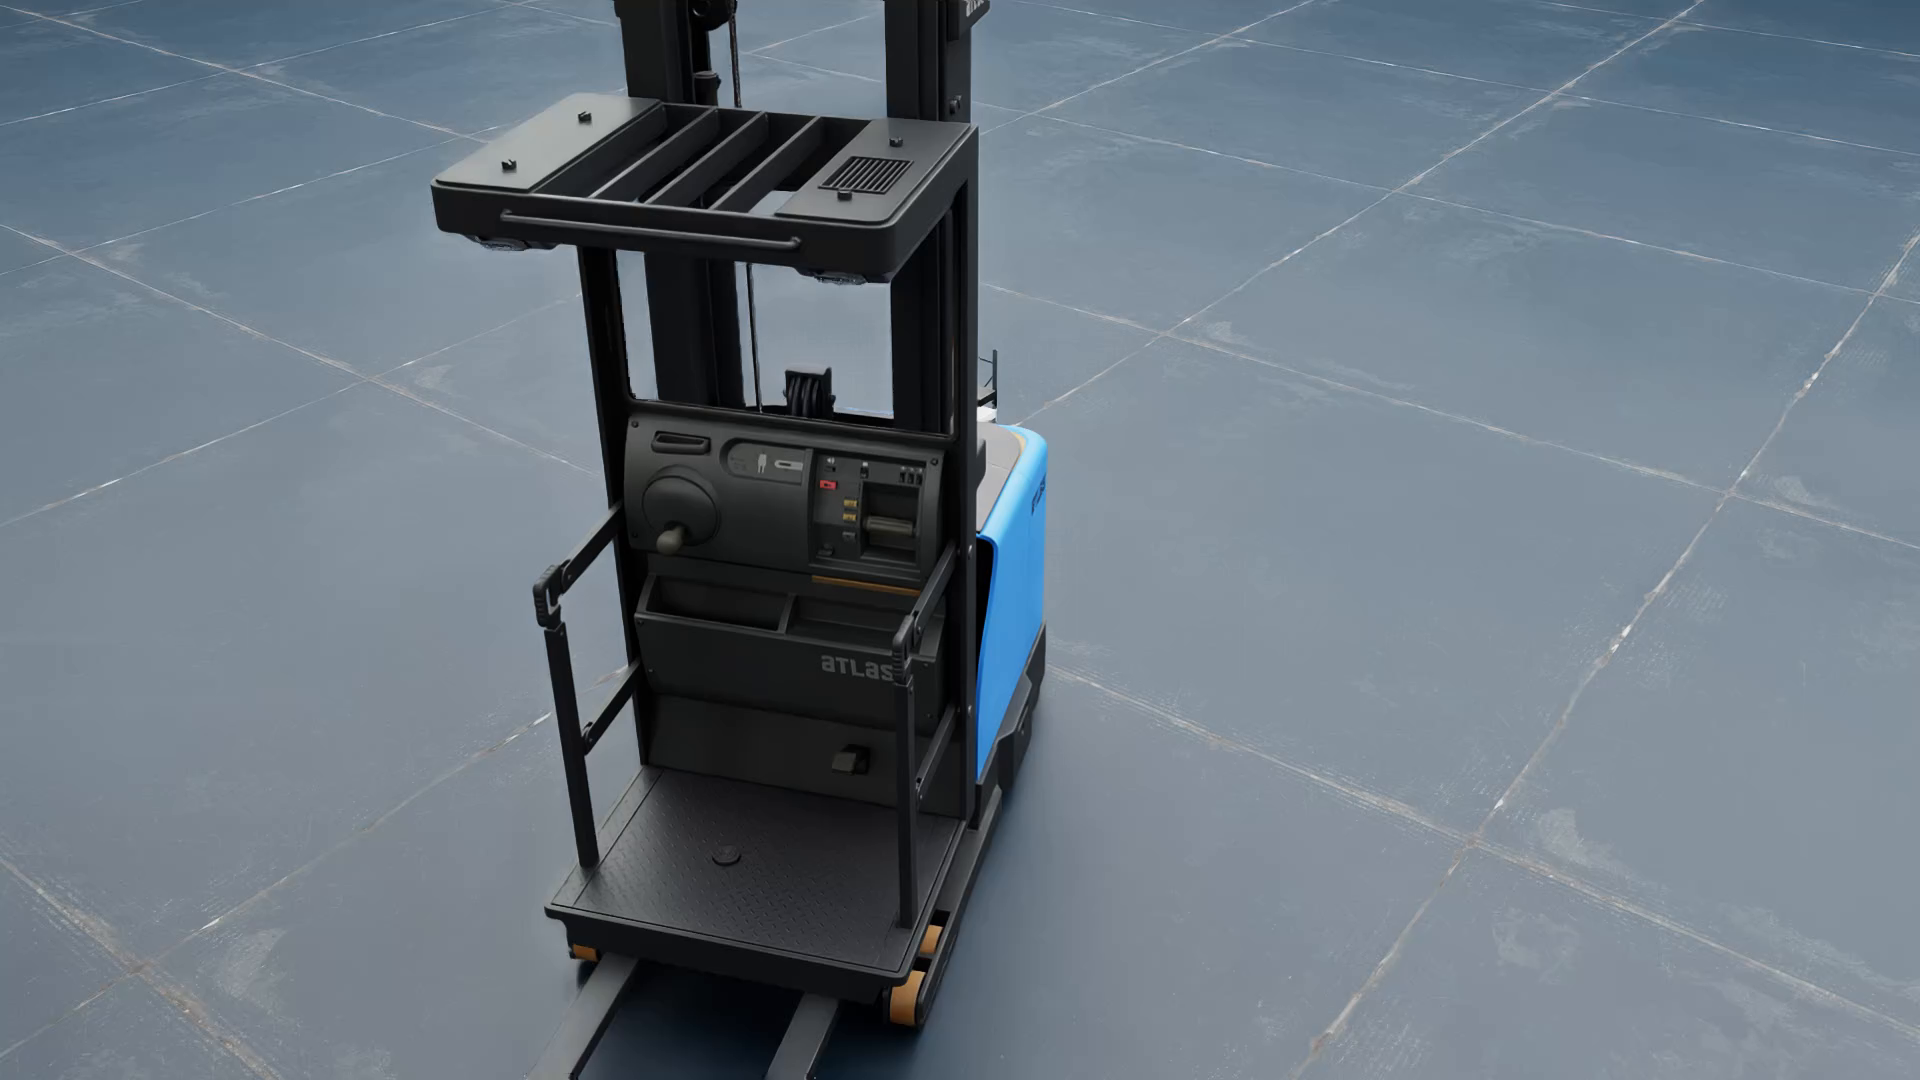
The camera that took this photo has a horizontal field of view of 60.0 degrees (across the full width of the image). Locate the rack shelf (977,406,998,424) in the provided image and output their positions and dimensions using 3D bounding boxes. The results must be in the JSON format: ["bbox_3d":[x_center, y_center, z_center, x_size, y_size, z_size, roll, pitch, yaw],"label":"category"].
[{"bbox_3d":[-0.005,-0.510,6.940,0.258,0.077,0.200,21,37,31],"label":"rack shelf"}]

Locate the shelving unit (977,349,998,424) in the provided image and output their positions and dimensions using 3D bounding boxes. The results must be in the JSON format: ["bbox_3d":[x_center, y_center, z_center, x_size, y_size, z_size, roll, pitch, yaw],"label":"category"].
[{"bbox_3d":[-0.005,-0.384,7.015,0.258,0.900,0.210,21,37,31],"label":"shelving unit"}]

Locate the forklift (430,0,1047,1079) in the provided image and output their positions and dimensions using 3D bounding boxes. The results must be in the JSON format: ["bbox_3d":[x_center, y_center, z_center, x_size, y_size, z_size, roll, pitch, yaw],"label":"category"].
[{"bbox_3d":[-0.555,-0.063,4.482,1.130,2.935,3.031,8,32,13],"label":"forklift"}]

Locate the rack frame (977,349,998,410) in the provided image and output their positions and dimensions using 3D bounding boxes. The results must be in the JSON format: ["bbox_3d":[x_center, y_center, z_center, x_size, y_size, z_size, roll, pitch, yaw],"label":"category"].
[{"bbox_3d":[0.056,-0.425,7.085,0.240,0.900,0.006,21,37,31],"label":"rack frame"}]

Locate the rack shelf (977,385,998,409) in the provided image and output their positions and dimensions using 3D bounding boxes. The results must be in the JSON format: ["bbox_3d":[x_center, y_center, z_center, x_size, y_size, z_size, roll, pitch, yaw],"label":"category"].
[{"bbox_3d":[-0.005,-0.587,6.894,0.258,0.077,0.200,21,37,31],"label":"rack shelf"}]
